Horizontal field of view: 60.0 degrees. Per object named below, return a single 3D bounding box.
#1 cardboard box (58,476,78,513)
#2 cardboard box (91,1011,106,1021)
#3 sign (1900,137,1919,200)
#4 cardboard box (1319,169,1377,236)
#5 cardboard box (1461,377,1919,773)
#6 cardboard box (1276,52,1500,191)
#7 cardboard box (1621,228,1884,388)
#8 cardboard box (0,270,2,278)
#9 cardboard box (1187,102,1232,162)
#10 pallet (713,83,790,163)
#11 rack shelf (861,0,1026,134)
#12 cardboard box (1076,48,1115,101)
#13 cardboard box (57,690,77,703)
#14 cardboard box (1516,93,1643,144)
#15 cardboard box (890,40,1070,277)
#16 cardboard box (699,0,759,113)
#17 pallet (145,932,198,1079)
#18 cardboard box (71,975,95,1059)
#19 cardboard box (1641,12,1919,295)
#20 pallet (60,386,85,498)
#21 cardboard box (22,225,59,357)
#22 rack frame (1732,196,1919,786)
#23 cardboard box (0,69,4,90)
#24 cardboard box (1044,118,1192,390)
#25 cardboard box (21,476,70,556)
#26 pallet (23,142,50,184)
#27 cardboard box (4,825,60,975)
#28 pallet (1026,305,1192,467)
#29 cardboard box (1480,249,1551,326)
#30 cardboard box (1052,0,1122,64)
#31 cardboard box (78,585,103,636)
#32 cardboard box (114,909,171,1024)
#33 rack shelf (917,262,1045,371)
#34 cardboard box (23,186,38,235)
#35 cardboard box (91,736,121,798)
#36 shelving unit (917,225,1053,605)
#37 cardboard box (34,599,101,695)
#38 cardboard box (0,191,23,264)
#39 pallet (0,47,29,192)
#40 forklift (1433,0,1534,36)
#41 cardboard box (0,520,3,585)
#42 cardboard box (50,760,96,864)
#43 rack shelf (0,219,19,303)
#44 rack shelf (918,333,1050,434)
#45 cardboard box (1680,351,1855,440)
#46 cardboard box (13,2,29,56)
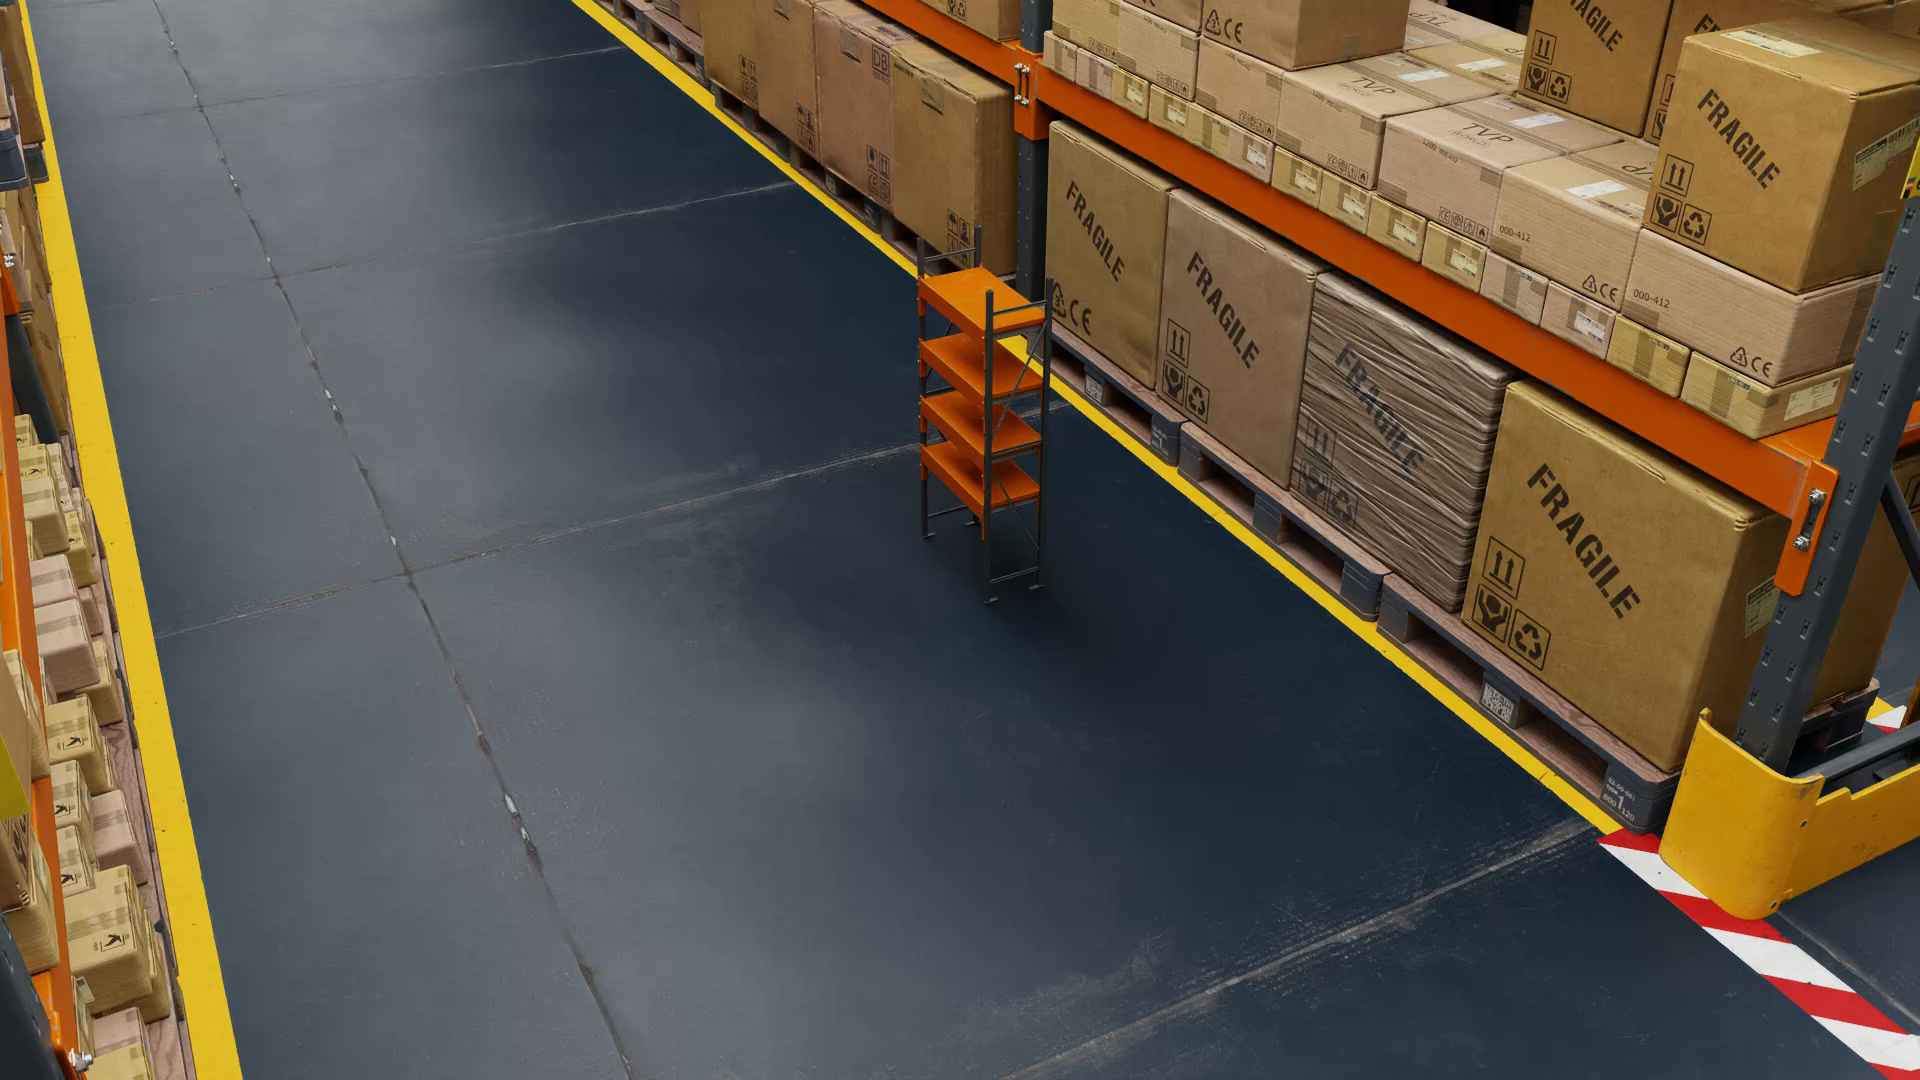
[{"bbox_3d":[-3.145,-0.052,5.528,0.380,0.149,0.250,-18,37,-25],"label":"cardboard box"},{"bbox_3d":[-2.132,1.107,3.719,0.380,0.149,0.250,-15,36,-23],"label":"cardboard box"},{"bbox_3d":[2.103,-0.894,3.572,0.100,0.325,0.005,-16,36,-23],"label":"sign"},{"bbox_3d":[1.420,-1.148,5.493,0.380,0.149,0.250,-15,36,-22],"label":"cardboard box"},{"bbox_3d":[2.221,-0.004,5.056,0.875,0.875,0.875,-16,36,-23],"label":"cardboard box"},{"bbox_3d":[1.409,-1.396,5.511,0.500,0.250,0.500,-16,36,-23],"label":"cardboard box"},{"bbox_3d":[2.129,-0.663,4.368,0.500,0.250,0.500,-16,36,-24],"label":"cardboard box"},{"bbox_3d":[-3.153,-0.867,5.056,0.380,0.149,0.250,-17,36,-24],"label":"cardboard box"},{"bbox_3d":[1.058,-1.517,6.070,0.380,0.149,0.250,-16,36,-24],"label":"cardboard box"},{"bbox_3d":[-0.839,-2.685,10.245,1.003,0.211,1.213,-16,36,-23],"label":"pallet"},{"bbox_3d":[-0.208,-2.997,8.814,1.077,0.370,4.000,-16,36,-23],"label":"rack shelf"},{"bbox_3d":[0.691,-1.890,6.652,0.380,0.149,0.250,-17,36,-25],"label":"cardboard box"},{"bbox_3d":[-2.731,0.466,4.720,0.380,0.149,0.250,-18,37,-25],"label":"cardboard box"},{"bbox_3d":[2.126,-1.283,5.335,0.500,0.250,0.500,-17,36,-25],"label":"cardboard box"},{"bbox_3d":[0.409,-1.928,8.059,1.225,0.875,0.875,-16,36,-23],"label":"cardboard box"},{"bbox_3d":[-0.837,-3.202,10.048,1.225,0.875,0.875,-18,37,-25],"label":"cardboard box"},{"bbox_3d":[-2.228,1.504,3.707,1.003,0.211,1.213,-16,36,-23],"label":"pallet"},{"bbox_3d":[-2.024,1.099,3.456,0.380,0.149,0.250,-15,36,-22],"label":"cardboard box"},{"bbox_3d":[2.130,-0.981,4.169,0.500,0.500,0.500,-15,36,-23],"label":"cardboard box"},{"bbox_3d":[-4.074,-0.343,6.590,1.003,0.211,1.213,-16,36,-23],"label":"pallet"},{"bbox_3d":[-4.068,-0.942,6.868,0.500,0.500,0.500,-14,35,-21],"label":"cardboard box"},{"bbox_3d":[2.590,-0.437,4.151,1.000,3.000,0.127,-16,36,-23],"label":"rack frame"},{"bbox_3d":[-3.621,-1.652,5.891,0.380,0.149,0.250,-15,36,-22],"label":"cardboard box"},{"bbox_3d":[0.962,-1.293,7.067,0.875,0.875,0.875,-16,36,-23],"label":"cardboard box"},{"bbox_3d":[-3.037,-0.040,5.234,0.380,0.149,0.250,-16,36,-24],"label":"cardboard box"},{"bbox_3d":[-5.876,-2.276,9.607,1.003,0.211,1.213,-16,36,-23],"label":"pallet"},{"bbox_3d":[-1.706,0.631,2.717,0.380,0.149,0.250,-16,36,-23],"label":"cardboard box"},{"bbox_3d":[1.010,-0.789,7.286,1.003,0.211,1.213,-16,36,-23],"label":"pallet"},{"bbox_3d":[1.778,-0.782,4.922,0.380,0.149,0.250,-15,36,-22],"label":"cardboard box"},{"bbox_3d":[0.712,-2.118,6.638,0.500,0.250,0.500,-17,36,-24],"label":"cardboard box"},{"bbox_3d":[-2.998,0.234,5.358,0.380,0.149,0.250,-17,36,-25],"label":"cardboard box"},{"bbox_3d":[-2.145,1.085,4.029,0.380,0.149,0.250,-15,36,-23],"label":"cardboard box"},{"bbox_3d":[0.077,-0.757,5.591,0.258,0.148,0.480,-16,36,-23],"label":"rack shelf"},{"bbox_3d":[-4.798,-1.682,8.023,0.500,0.500,0.500,-14,35,-21],"label":"cardboard box"},{"bbox_3d":[-2.539,0.721,4.598,0.380,0.149,0.250,-16,36,-23],"label":"cardboard box"},{"bbox_3d":[0.077,-0.426,5.803,0.258,1.200,0.503,-16,36,-23],"label":"shelving unit"},{"bbox_3d":[-2.641,0.335,4.648,0.380,0.149,0.250,-17,36,-25],"label":"cardboard box"},{"bbox_3d":[-4.071,-1.259,6.667,0.500,0.250,0.500,-15,36,-22],"label":"cardboard box"},{"bbox_3d":[-3.938,-1.467,5.937,1.003,0.211,1.213,-16,36,-23],"label":"pallet"},{"bbox_3d":[2.150,-2.325,7.161,3.031,2.935,1.130,24,40,32],"label":"forklift"},{"bbox_3d":[-2.299,-0.174,3.373,0.500,0.500,0.500,-15,36,-22],"label":"cardboard box"},{"bbox_3d":[-2.338,0.714,4.057,0.380,0.149,0.250,-14,35,-21],"label":"cardboard box"},{"bbox_3d":[-4.643,-1.798,6.942,1.077,0.370,4.000,-16,36,-23],"label":"rack shelf"},{"bbox_3d":[0.077,-0.558,5.719,0.258,0.148,0.480,-16,36,-23],"label":"rack shelf"},{"bbox_3d":[2.132,-0.418,4.355,0.380,0.149,0.250,-15,36,-22],"label":"cardboard box"},{"bbox_3d":[-6.625,-3.459,10.564,1.050,0.750,0.750,-16,36,-23],"label":"cardboard box"}]
